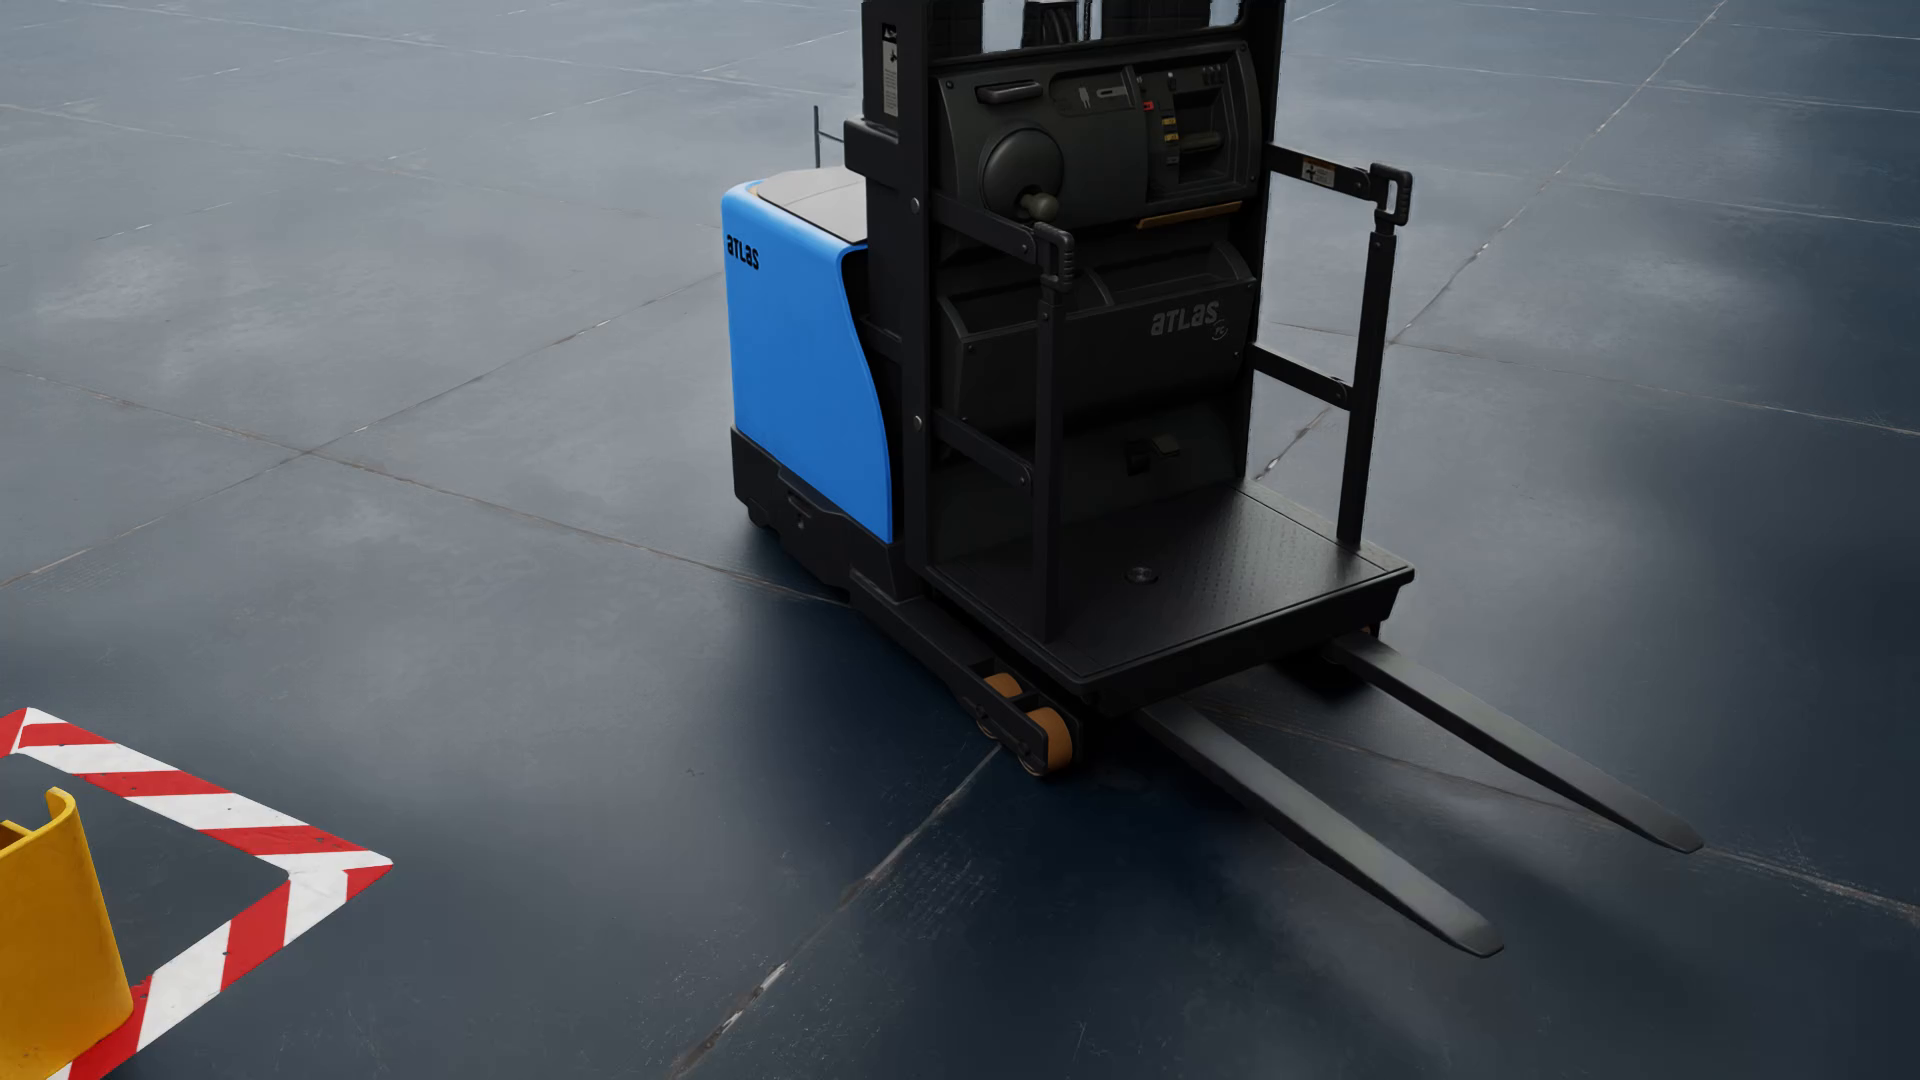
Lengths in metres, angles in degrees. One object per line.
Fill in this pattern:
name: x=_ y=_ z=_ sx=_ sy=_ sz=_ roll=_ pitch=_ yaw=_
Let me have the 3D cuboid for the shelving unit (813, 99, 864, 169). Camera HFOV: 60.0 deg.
shelving unit: x=-0.330 y=-0.847 z=5.601 sx=0.189 sy=1.200 sz=0.258 roll=-16 pitch=31 yaw=-29

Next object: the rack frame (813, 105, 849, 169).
rack frame: x=-0.407 y=-0.824 z=5.556 sx=0.006 sy=1.200 sz=0.240 roll=-16 pitch=31 yaw=-29

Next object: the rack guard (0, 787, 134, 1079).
rack guard: x=-2.235 y=0.660 z=3.374 sx=1.175 sy=0.500 sz=0.348 roll=14 pitch=30 yaw=26

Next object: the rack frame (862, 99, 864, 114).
rack frame: x=-0.253 y=-0.869 z=5.646 sx=0.006 sy=1.200 sz=0.240 roll=-16 pitch=31 yaw=-29

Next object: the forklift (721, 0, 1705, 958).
forklift: x=0.477 y=-0.970 z=3.914 sx=1.130 sy=2.935 sz=3.031 roll=-16 pitch=31 yaw=-28
